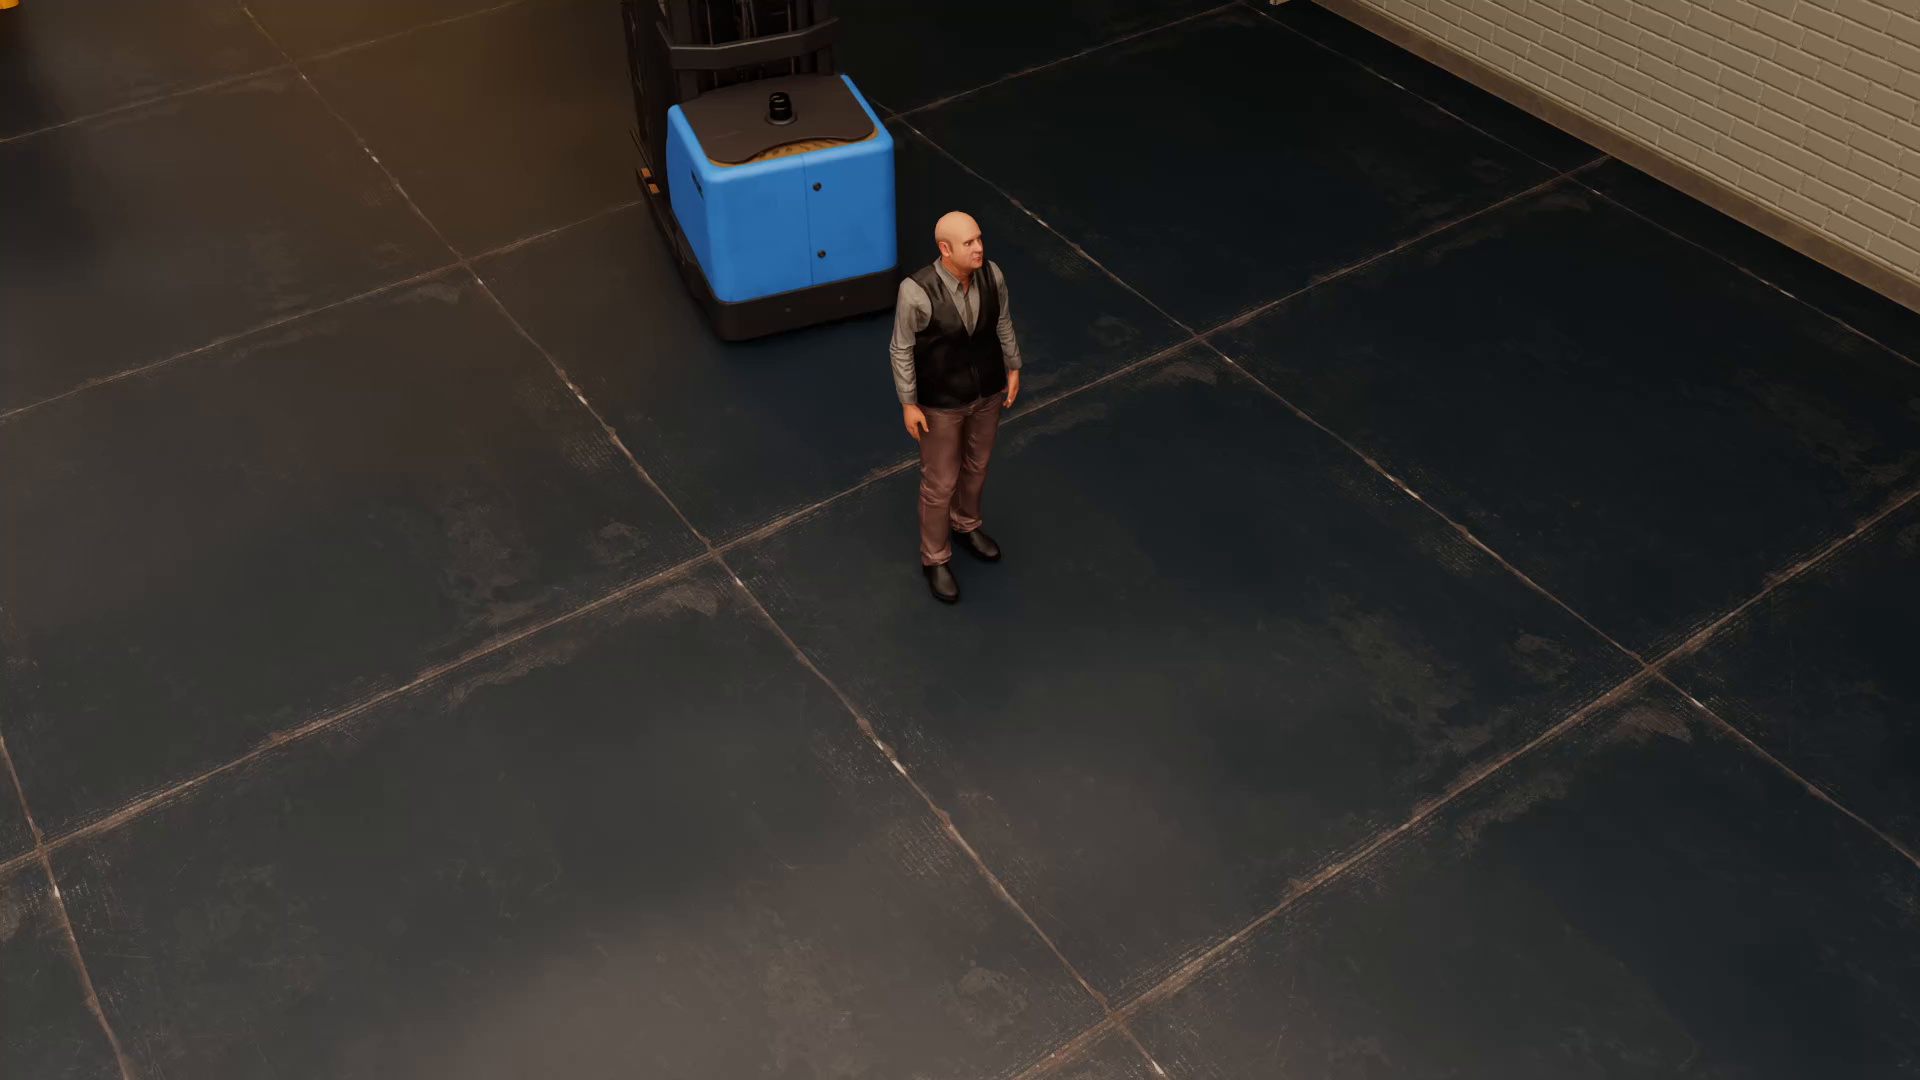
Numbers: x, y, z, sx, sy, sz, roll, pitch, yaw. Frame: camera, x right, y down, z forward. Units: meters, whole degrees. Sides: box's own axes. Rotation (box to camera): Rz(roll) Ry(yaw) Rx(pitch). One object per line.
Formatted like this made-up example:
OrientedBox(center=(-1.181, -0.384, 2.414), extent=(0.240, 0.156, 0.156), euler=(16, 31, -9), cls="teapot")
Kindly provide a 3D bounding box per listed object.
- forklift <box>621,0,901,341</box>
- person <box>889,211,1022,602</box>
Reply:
OrientedBox(center=(-1.331, -3.157, 9.141), extent=(1.130, 2.935, 3.031), euler=(-15, 45, -15), cls="forklift")
OrientedBox(center=(0.030, -0.600, 7.249), extent=(0.633, 1.722, 0.566), euler=(-25, 48, -25), cls="person")
